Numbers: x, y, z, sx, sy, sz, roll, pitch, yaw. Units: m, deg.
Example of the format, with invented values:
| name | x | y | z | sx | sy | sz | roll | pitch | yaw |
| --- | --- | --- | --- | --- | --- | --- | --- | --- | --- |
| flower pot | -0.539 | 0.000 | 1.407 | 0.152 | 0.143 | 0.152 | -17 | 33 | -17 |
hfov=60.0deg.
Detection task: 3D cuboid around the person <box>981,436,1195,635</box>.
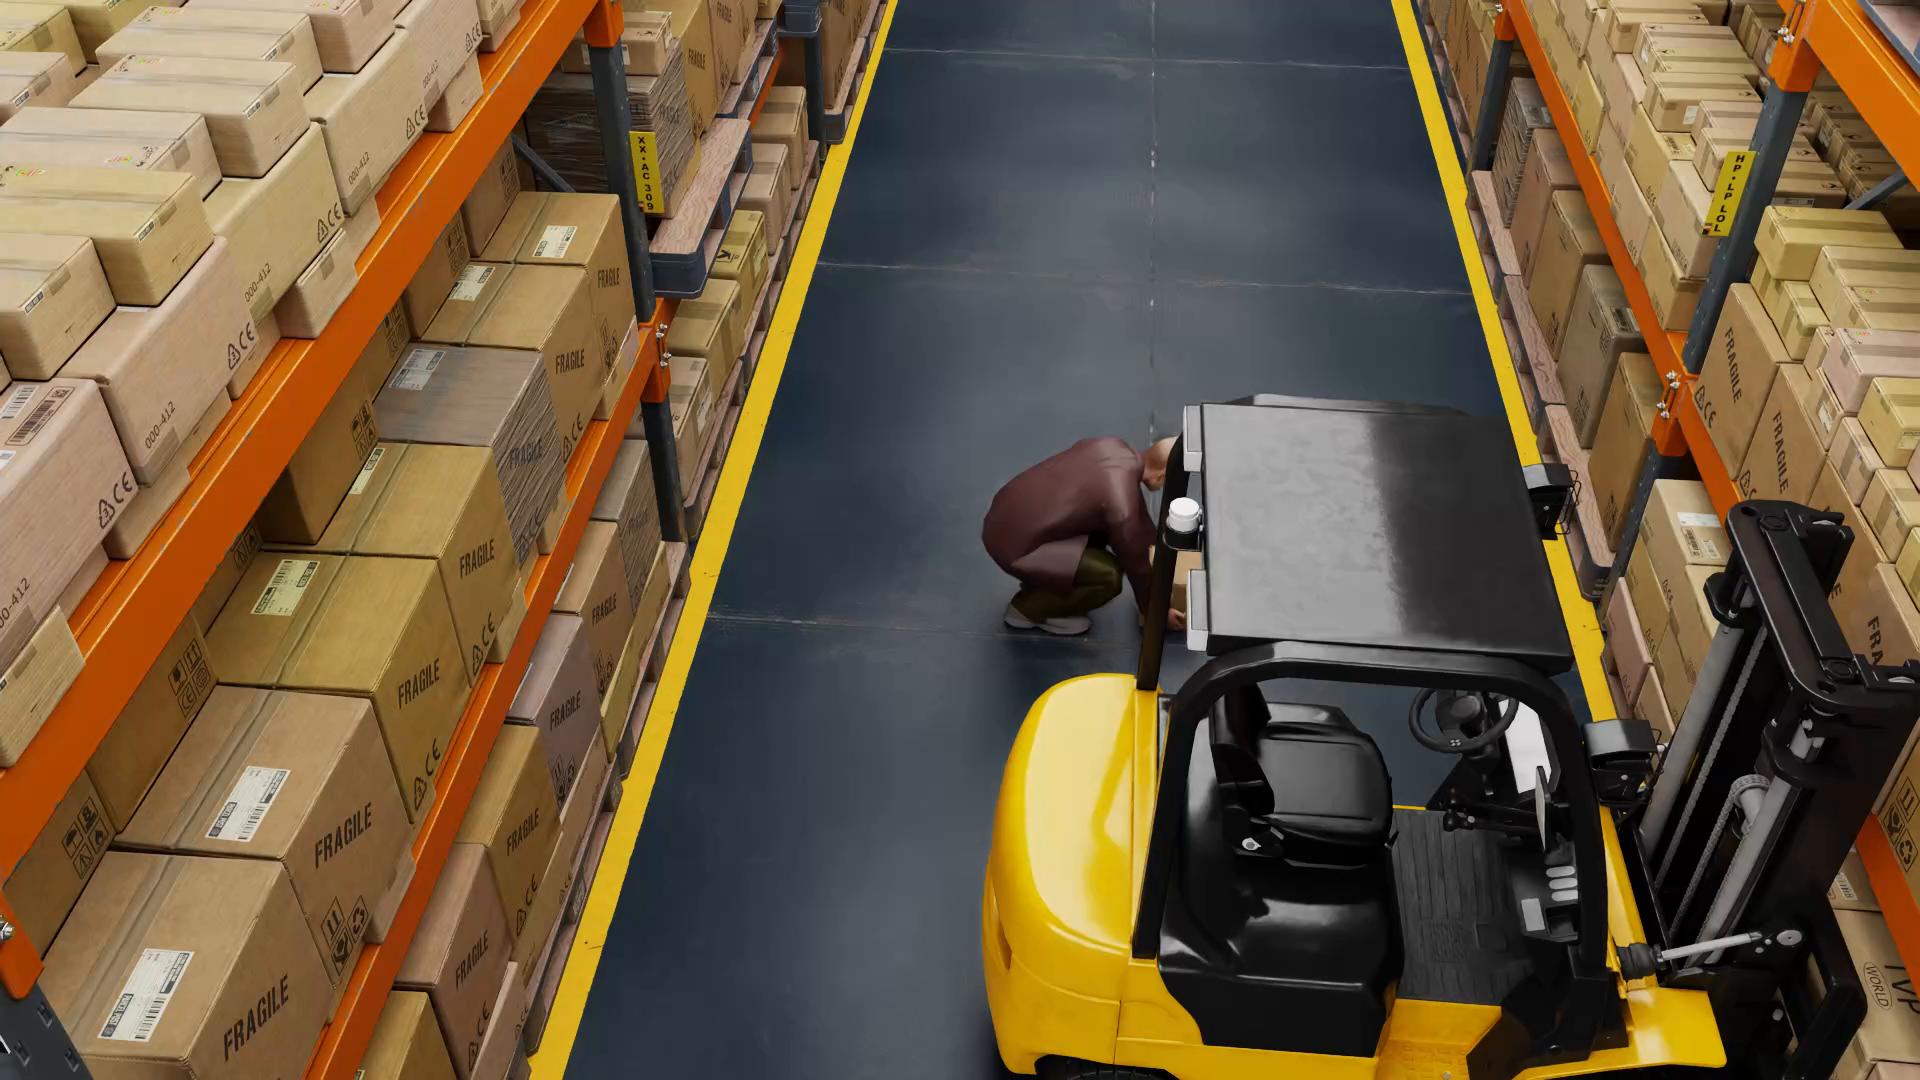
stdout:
| name | x | y | z | sx | sy | sz | roll | pitch | yaw |
| --- | --- | --- | --- | --- | --- | --- | --- | --- | --- |
| person | 0.543 | -0.032 | 6.963 | 0.902 | 0.877 | 0.596 | 3 | 40 | 4 |
